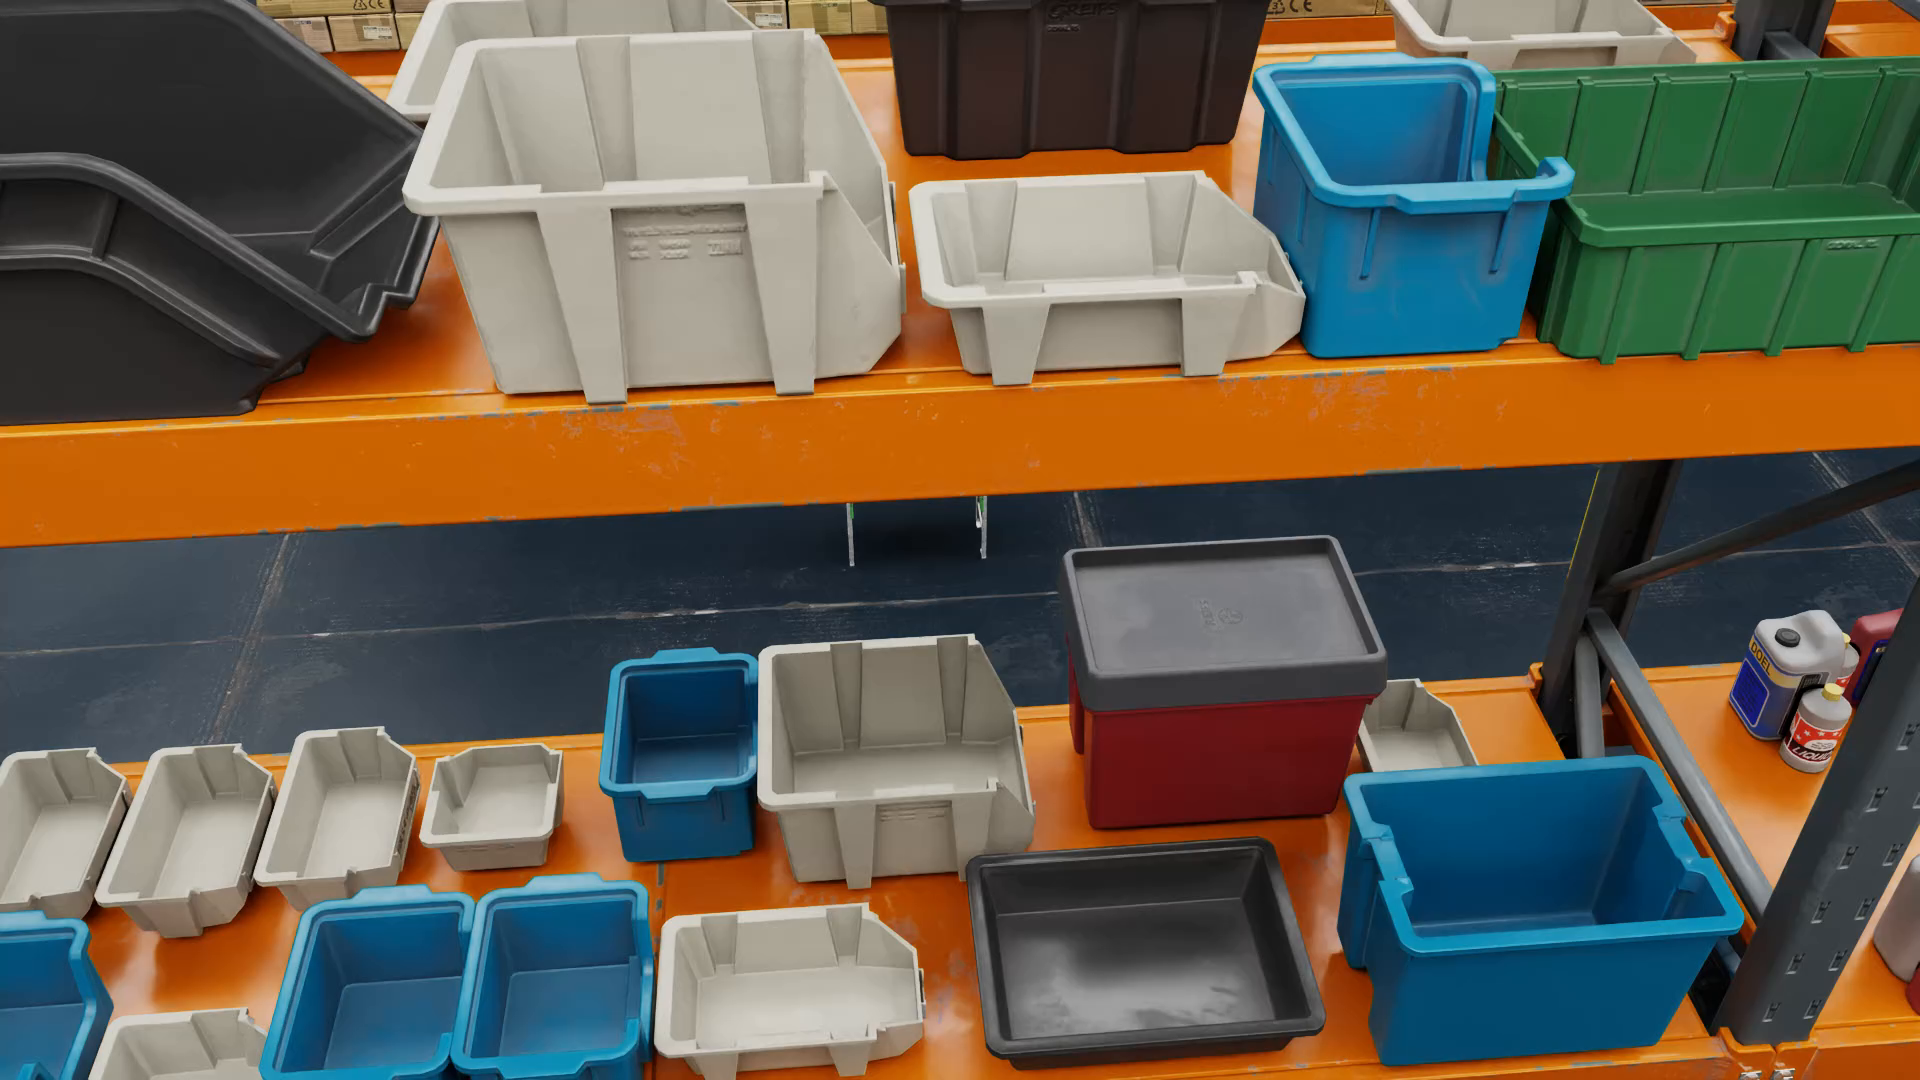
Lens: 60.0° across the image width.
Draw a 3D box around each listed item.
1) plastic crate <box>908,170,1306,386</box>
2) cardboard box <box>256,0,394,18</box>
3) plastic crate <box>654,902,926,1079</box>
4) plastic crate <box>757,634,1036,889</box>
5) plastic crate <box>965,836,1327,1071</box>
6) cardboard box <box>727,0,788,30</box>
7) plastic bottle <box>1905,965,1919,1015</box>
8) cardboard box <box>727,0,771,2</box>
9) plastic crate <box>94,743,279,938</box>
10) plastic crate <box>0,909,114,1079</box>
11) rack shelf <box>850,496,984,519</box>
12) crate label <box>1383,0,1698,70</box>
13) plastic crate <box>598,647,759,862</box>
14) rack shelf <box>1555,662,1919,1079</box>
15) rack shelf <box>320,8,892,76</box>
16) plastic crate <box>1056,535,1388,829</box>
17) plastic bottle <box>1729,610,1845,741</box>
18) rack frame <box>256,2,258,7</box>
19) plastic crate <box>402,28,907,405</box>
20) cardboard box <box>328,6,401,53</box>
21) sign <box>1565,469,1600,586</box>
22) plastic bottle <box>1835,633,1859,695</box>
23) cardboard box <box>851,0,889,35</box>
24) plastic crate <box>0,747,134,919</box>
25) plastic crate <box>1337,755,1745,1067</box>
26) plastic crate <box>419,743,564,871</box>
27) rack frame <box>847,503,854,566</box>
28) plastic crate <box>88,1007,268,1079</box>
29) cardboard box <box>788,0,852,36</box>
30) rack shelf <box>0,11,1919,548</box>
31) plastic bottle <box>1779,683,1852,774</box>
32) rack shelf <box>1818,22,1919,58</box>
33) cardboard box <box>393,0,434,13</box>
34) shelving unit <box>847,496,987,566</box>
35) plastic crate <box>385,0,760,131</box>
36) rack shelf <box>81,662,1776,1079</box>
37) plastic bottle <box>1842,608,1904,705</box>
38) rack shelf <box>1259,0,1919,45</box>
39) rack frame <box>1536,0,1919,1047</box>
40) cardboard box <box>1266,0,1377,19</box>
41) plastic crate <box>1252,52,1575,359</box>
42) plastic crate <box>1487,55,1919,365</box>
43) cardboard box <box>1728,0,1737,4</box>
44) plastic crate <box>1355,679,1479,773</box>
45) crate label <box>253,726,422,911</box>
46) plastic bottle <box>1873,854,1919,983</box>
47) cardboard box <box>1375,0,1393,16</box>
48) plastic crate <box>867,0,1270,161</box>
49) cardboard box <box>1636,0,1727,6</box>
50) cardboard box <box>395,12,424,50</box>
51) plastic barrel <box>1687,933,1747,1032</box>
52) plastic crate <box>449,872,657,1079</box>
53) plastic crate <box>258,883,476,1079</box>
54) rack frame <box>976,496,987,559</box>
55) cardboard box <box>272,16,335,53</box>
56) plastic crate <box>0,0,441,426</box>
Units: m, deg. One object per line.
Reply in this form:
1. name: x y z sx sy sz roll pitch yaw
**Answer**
1. plastic crate: 0.179 -0.316 2.020 0.466 0.136 0.293 -3 38 -4
2. cardboard box: -2.509 -2.300 6.625 0.500 0.250 0.500 -4 38 -5
3. plastic crate: -0.296 0.815 2.960 0.466 0.136 0.293 -3 38 -4
4. plastic crate: -0.125 0.447 3.309 0.530 0.282 0.437 -3 38 -4
5. plastic crate: 0.321 0.765 3.032 0.590 0.125 0.437 -3 38 -4
6. cardboard box: -0.835 -2.201 6.820 0.250 0.149 0.380 -3 38 -3
7. plastic bottle: 1.815 0.743 2.981 0.133 0.283 0.061 -3 38 -4
8. cardboard box: -0.971 -2.390 6.739 0.500 0.250 0.500 -4 38 -5
9. plastic crate: -1.486 0.590 3.246 0.243 0.136 0.396 -3 38 -4
10. plastic crate: -1.641 0.869 2.814 0.300 0.233 0.416 -3 38 -4
11. rack shelf: -0.165 -0.223 6.055 0.480 0.148 0.258 -3 38 -4
12. crate label: 0.899 -0.772 2.598 0.466 0.136 0.293 -3 38 -4
13. plastic crate: -0.549 0.444 3.352 0.300 0.233 0.416 -3 38 -4
14. rack shelf: 3.404 0.626 3.615 4.000 0.370 1.077 -3 38 -4
15. rack shelf: -1.019 -2.210 7.210 4.000 0.370 1.077 -3 38 -4
16. plastic crate: 0.501 0.299 3.349 0.583 0.464 0.402 -3 38 -4
17. plastic bottle: 1.776 0.281 3.572 0.135 0.276 0.152 -3 38 -4
18. rack frame: -3.011 -2.383 6.848 0.127 3.000 1.000 -3 38 -4
19. plastic crate: -0.337 -0.389 1.996 0.530 0.282 0.437 -3 38 -4
20. cardboard box: -2.372 -2.115 6.712 0.250 0.149 0.380 -4 38 -5
21. sign: 1.365 0.005 3.598 0.005 0.325 0.100 -3 38 -4
22. plastic bottle: 1.889 0.287 3.625 0.097 0.201 0.097 0 38 0
23. cardboard box: -0.326 -2.228 6.855 0.250 0.149 0.380 -2 38 -3
24. plastic crate: -1.776 0.597 3.237 0.243 0.136 0.396 -3 38 -4
25. plastic crate: 0.977 0.672 2.941 0.575 0.384 0.392 -3 38 -4
26. plastic crate: -0.917 0.532 3.319 0.250 0.136 0.298 -3 38 -4
27. rack frame: -0.408 -0.449 5.850 0.015 1.200 0.240 -3 38 -4
28. plastic crate: -1.294 0.939 2.803 0.298 0.136 0.250 -3 38 -4
29. cardboard box: -0.581 -2.214 6.837 0.250 0.149 0.380 -4 38 -5
30. rack shelf: -0.580 -0.332 2.408 4.000 0.370 1.077 -3 38 -4
31. plastic bottle: 1.806 0.387 3.499 0.097 0.201 0.097 0 38 0
32. rack shelf: 3.404 -0.551 2.686 4.000 0.370 1.077 -3 38 -4
33. cardboard box: -1.992 -2.333 6.666 0.500 0.250 0.500 -4 38 -5
34. shelving unit: -0.165 -0.462 5.867 0.503 1.200 0.258 -3 38 -4
35. plastic crate: -0.536 -0.667 2.466 0.530 0.136 0.437 -3 38 -4
36. rack shelf: -0.580 0.846 3.337 4.000 0.370 1.077 -3 38 -4
37. plastic bottle: 2.003 0.238 3.622 0.133 0.283 0.061 -3 38 -4
38. rack shelf: 2.966 -2.430 7.488 4.000 0.370 1.077 -3 38 -4
39. rack frame: 1.412 0.454 3.253 0.127 3.000 1.000 -3 38 -4
40. cardboard box: 1.454 -2.513 6.932 0.500 0.500 0.500 -3 38 -4
41. plastic crate: 0.534 -0.411 2.063 0.300 0.233 0.416 -3 38 -4
42. plastic crate: 1.017 -0.431 2.124 0.662 0.188 0.450 -3 38 -4
43. cardboard box: 3.474 -2.627 7.077 0.500 0.500 0.500 -4 38 -5
44. plastic crate: 0.936 0.471 3.396 0.243 0.136 0.396 -3 38 -4
45. crate label: -1.211 0.559 3.284 0.243 0.136 0.396 -3 38 -4
46. plastic bottle: 1.832 0.651 3.043 0.185 0.351 0.144 -3 38 -4
47. cardboard box: 1.955 -2.541 6.968 0.500 0.500 0.500 -3 38 -4
48. plastic crate: 0.151 -0.774 2.493 0.590 0.269 0.497 -3 38 -4
49. cardboard box: 2.967 -2.599 7.042 0.500 0.500 0.500 -2 38 -3
50. cardboard box: -2.117 -2.129 6.730 0.250 0.149 0.380 -4 38 -5
51. plastic barrel: 1.956 1.093 3.798 0.708 0.901 0.600 -3 38 -4
52. plastic crate: -0.687 0.816 2.881 0.300 0.233 0.416 -3 38 -4
53. plastic crate: -0.985 0.833 2.860 0.300 0.233 0.416 -3 38 -4
54. rack frame: 0.078 -0.475 5.884 0.015 1.200 0.240 -3 38 -4
55. cardboard box: -2.628 -2.100 6.693 0.250 0.149 0.380 -3 38 -3
56. plastic crate: -1.026 -0.394 1.957 0.767 0.338 0.504 -3 38 -4
